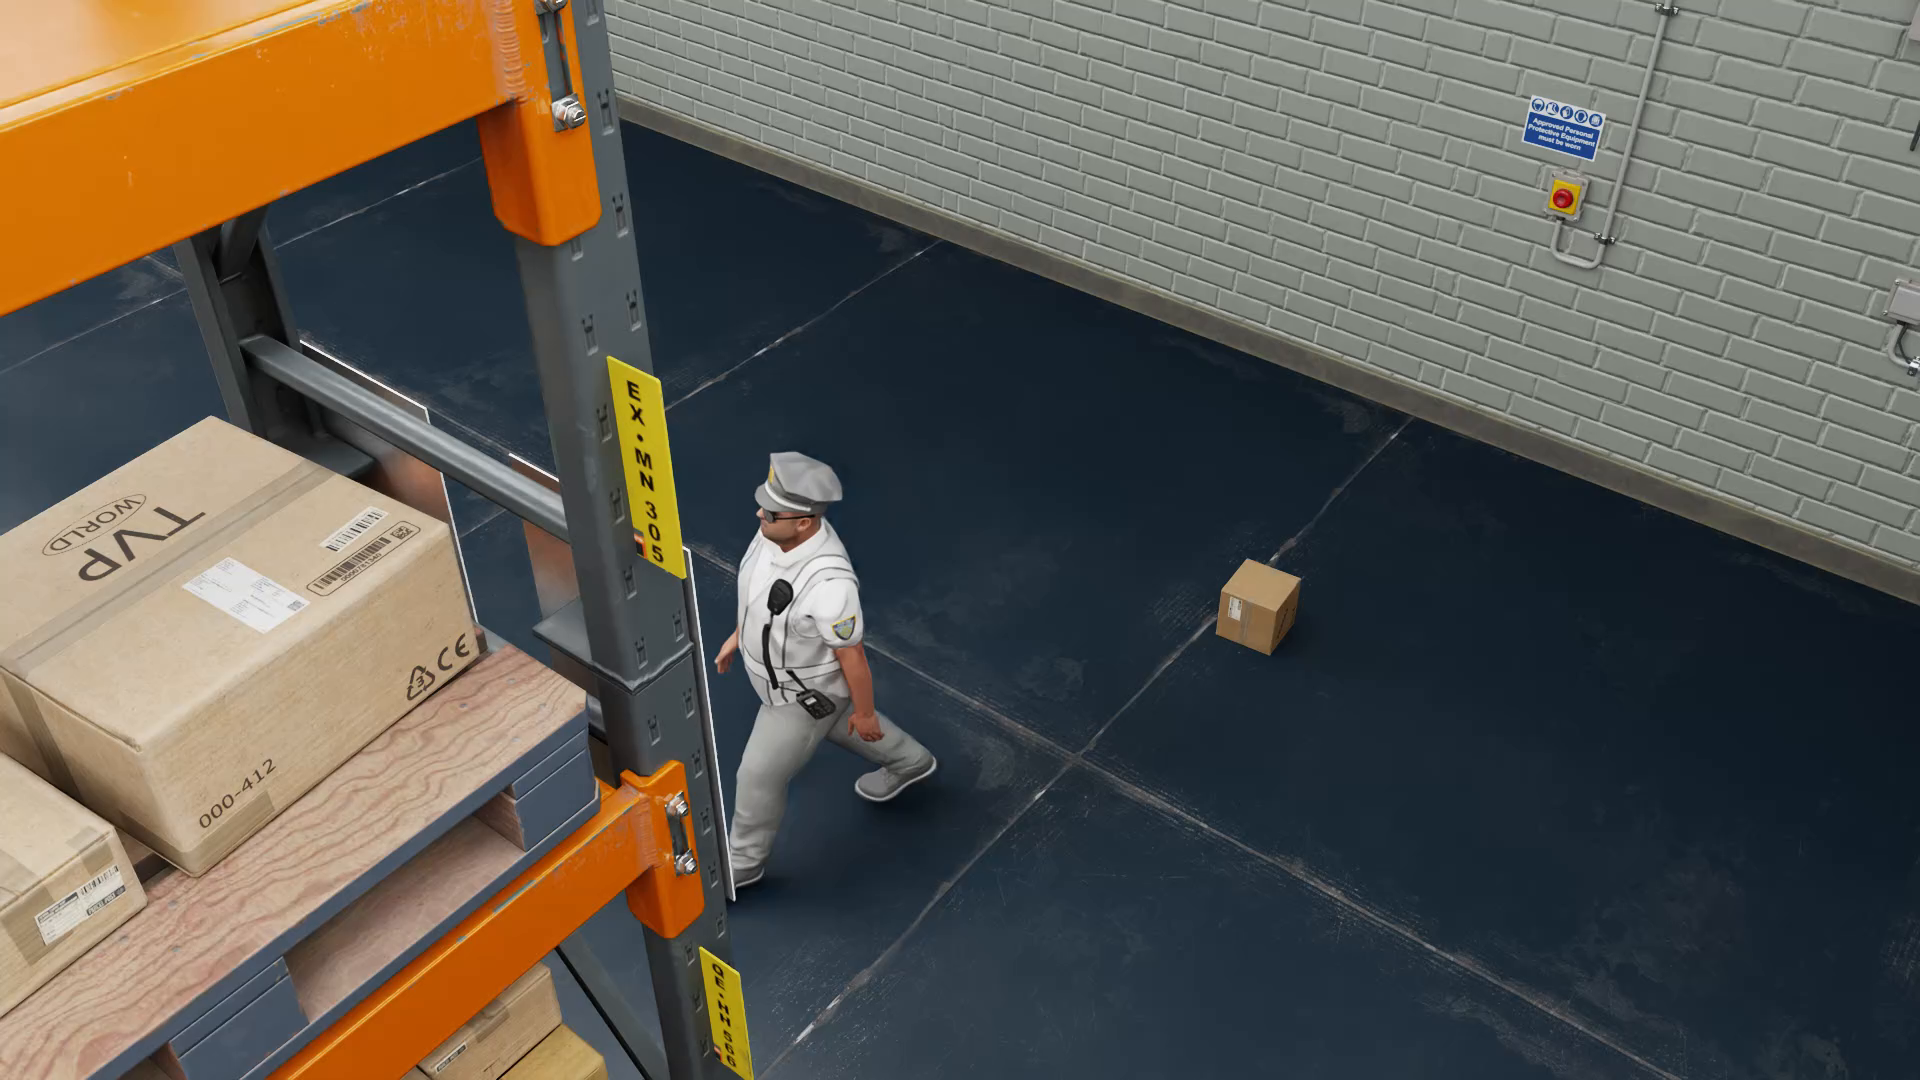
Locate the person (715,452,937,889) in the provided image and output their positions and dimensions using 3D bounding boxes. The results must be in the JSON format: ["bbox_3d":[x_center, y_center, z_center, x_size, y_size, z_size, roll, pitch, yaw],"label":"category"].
[{"bbox_3d":[-0.552,0.424,5.603,1.057,1.728,0.555,-13,41,-16],"label":"person"}]
